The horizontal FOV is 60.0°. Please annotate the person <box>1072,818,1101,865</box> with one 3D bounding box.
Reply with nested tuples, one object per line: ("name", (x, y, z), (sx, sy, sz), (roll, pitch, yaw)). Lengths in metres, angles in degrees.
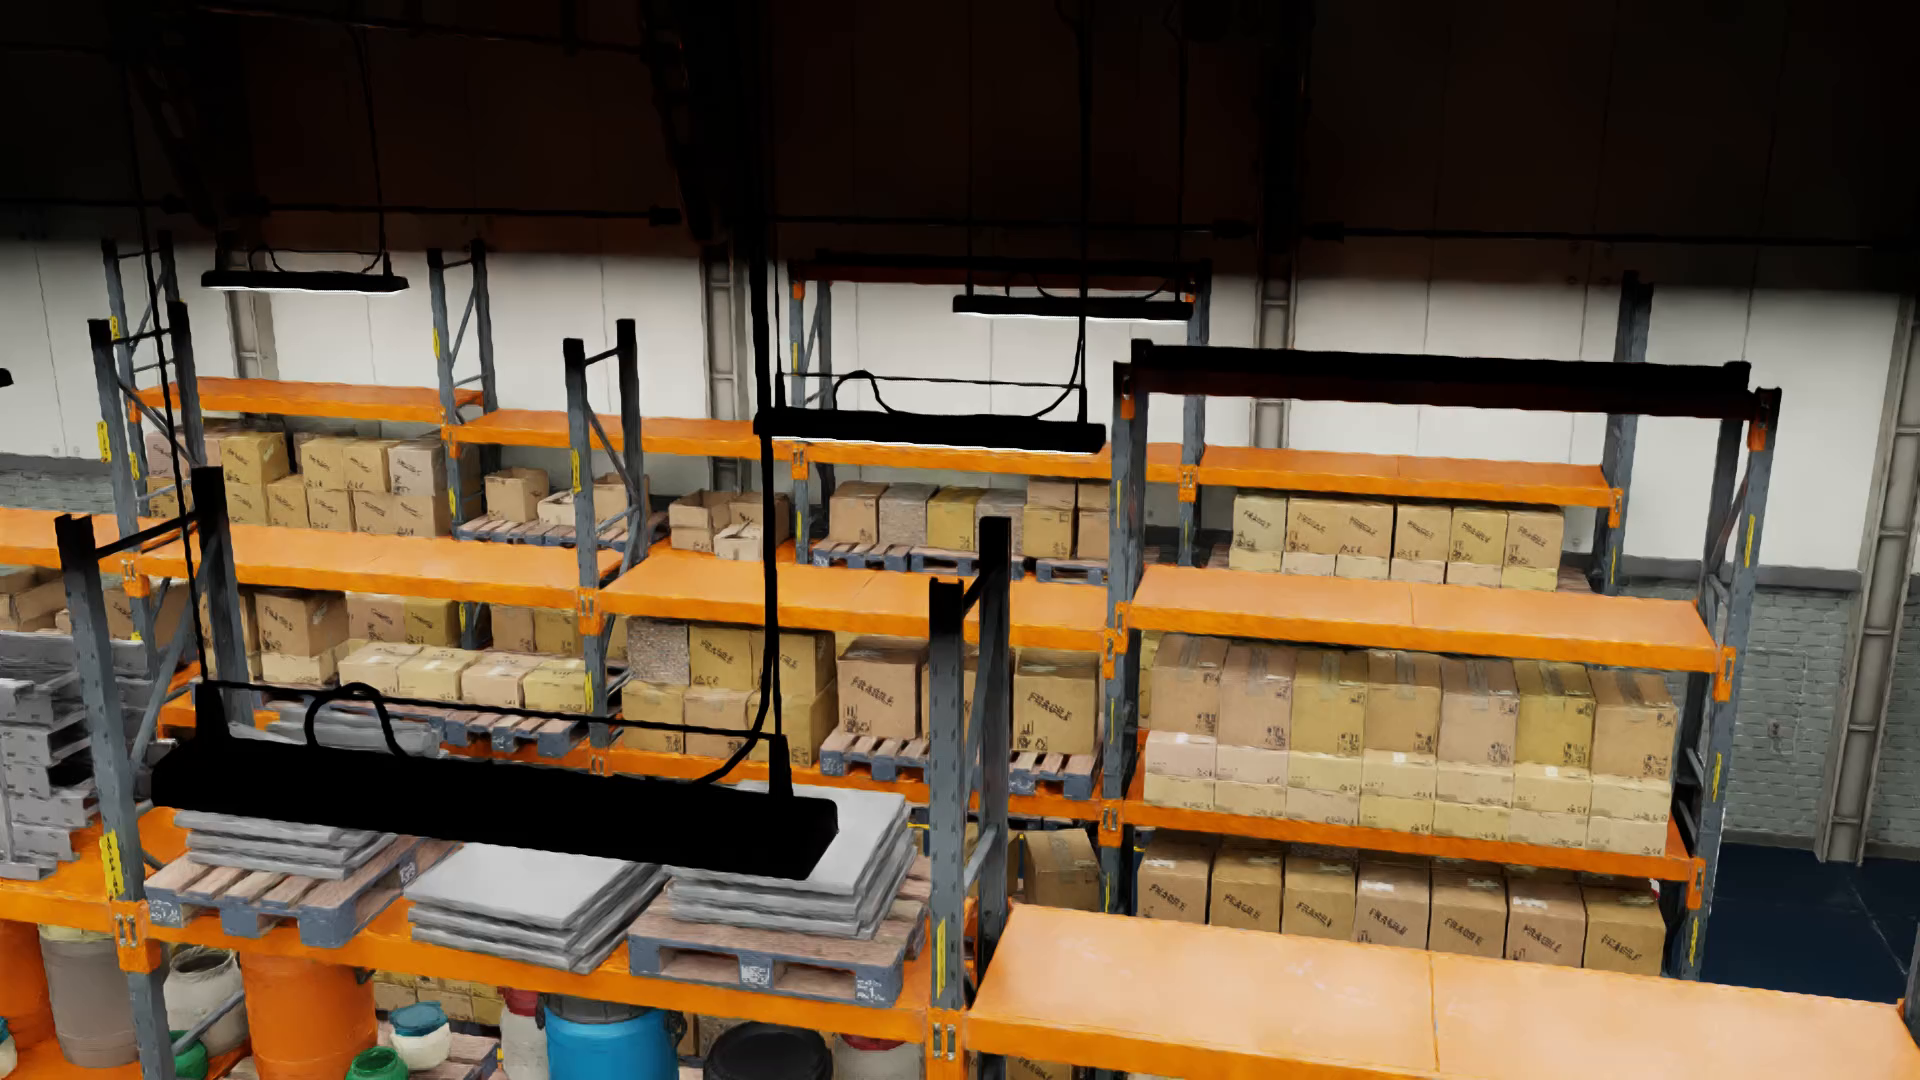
("person", (1.263, 2.774, 15.942), (0.531, 1.671, 0.624), (3, 17, 10))
